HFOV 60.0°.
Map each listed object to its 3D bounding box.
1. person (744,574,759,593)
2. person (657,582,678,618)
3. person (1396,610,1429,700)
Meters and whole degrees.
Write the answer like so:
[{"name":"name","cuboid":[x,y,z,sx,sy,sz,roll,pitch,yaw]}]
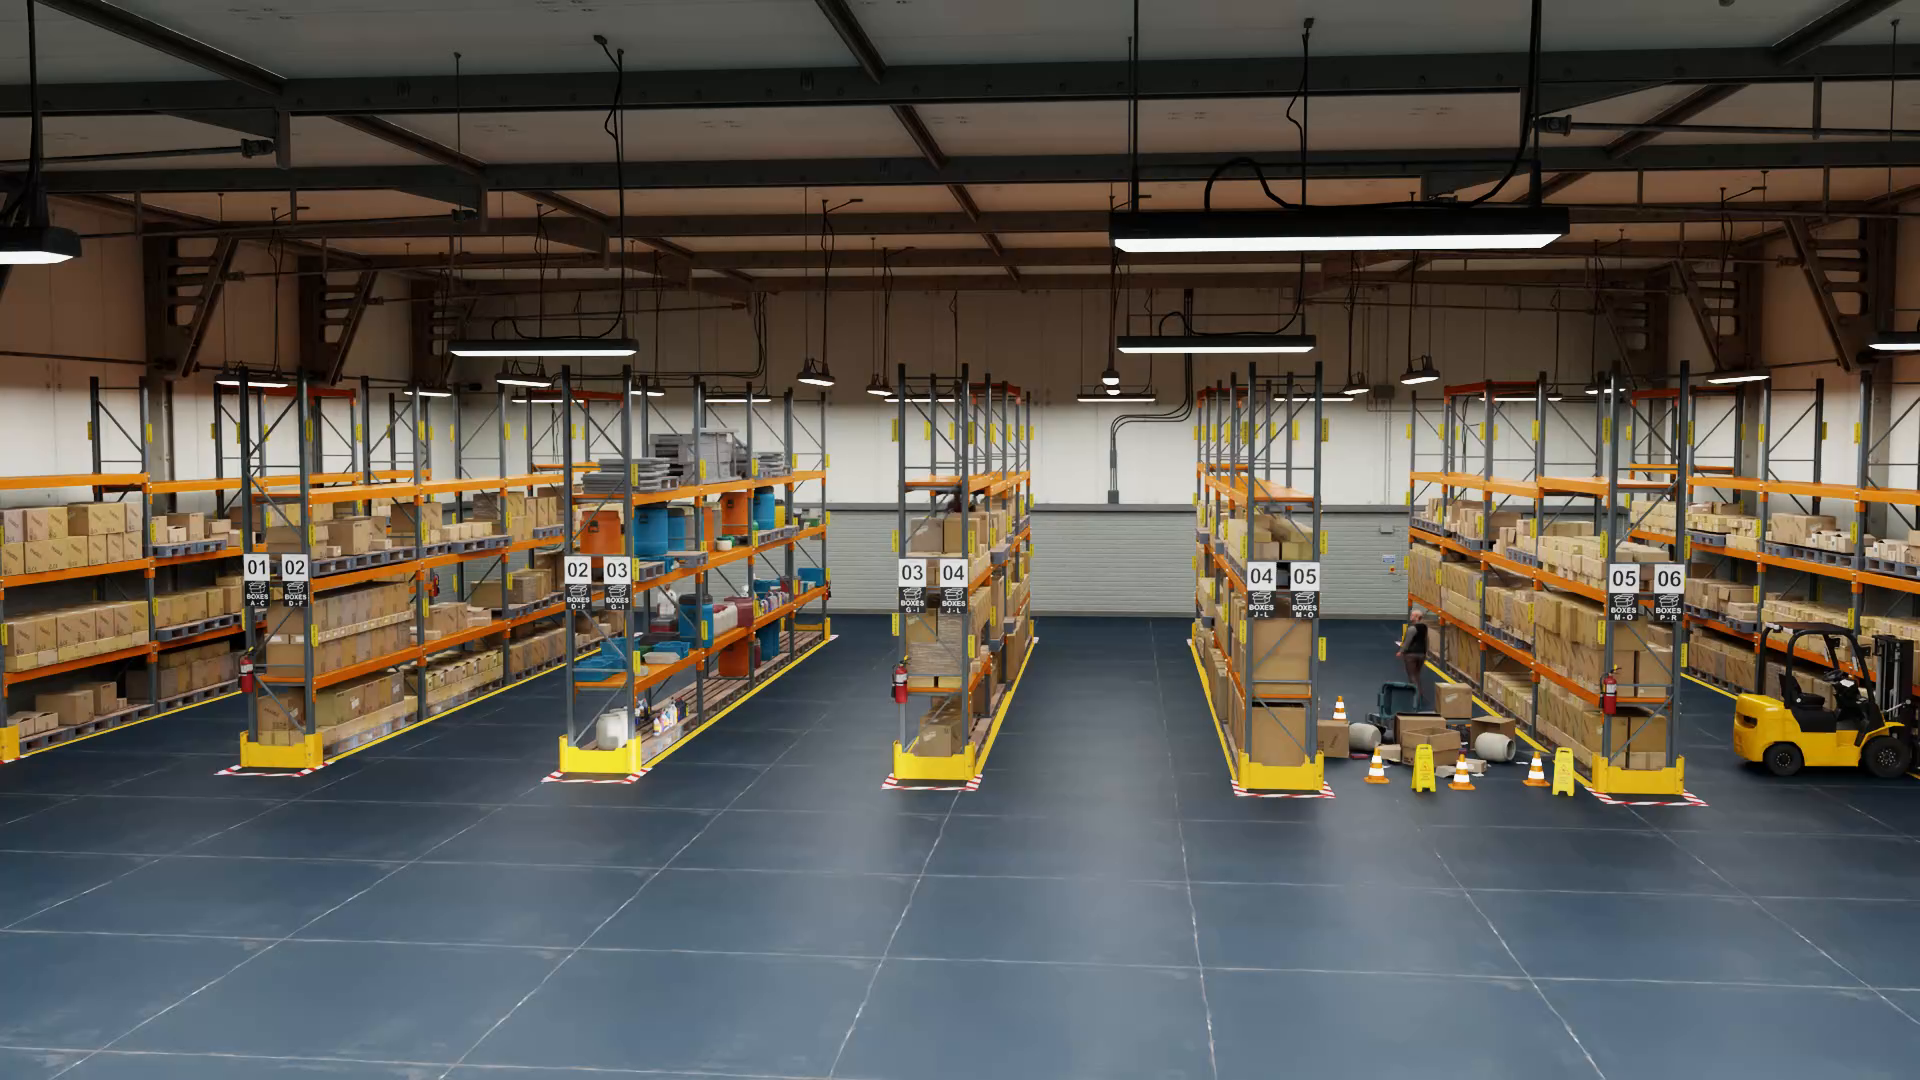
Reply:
[{"name":"person","cuboid":[-4.760,1.657,38.243,0.383,1.768,0.688,0,4,3]},{"name":"person","cuboid":[-6.729,1.710,38.354,0.547,1.641,0.950,1,4,9]},{"name":"person","cuboid":[8.413,2.166,30.790,0.608,1.755,0.607,-1,4,-9]}]
